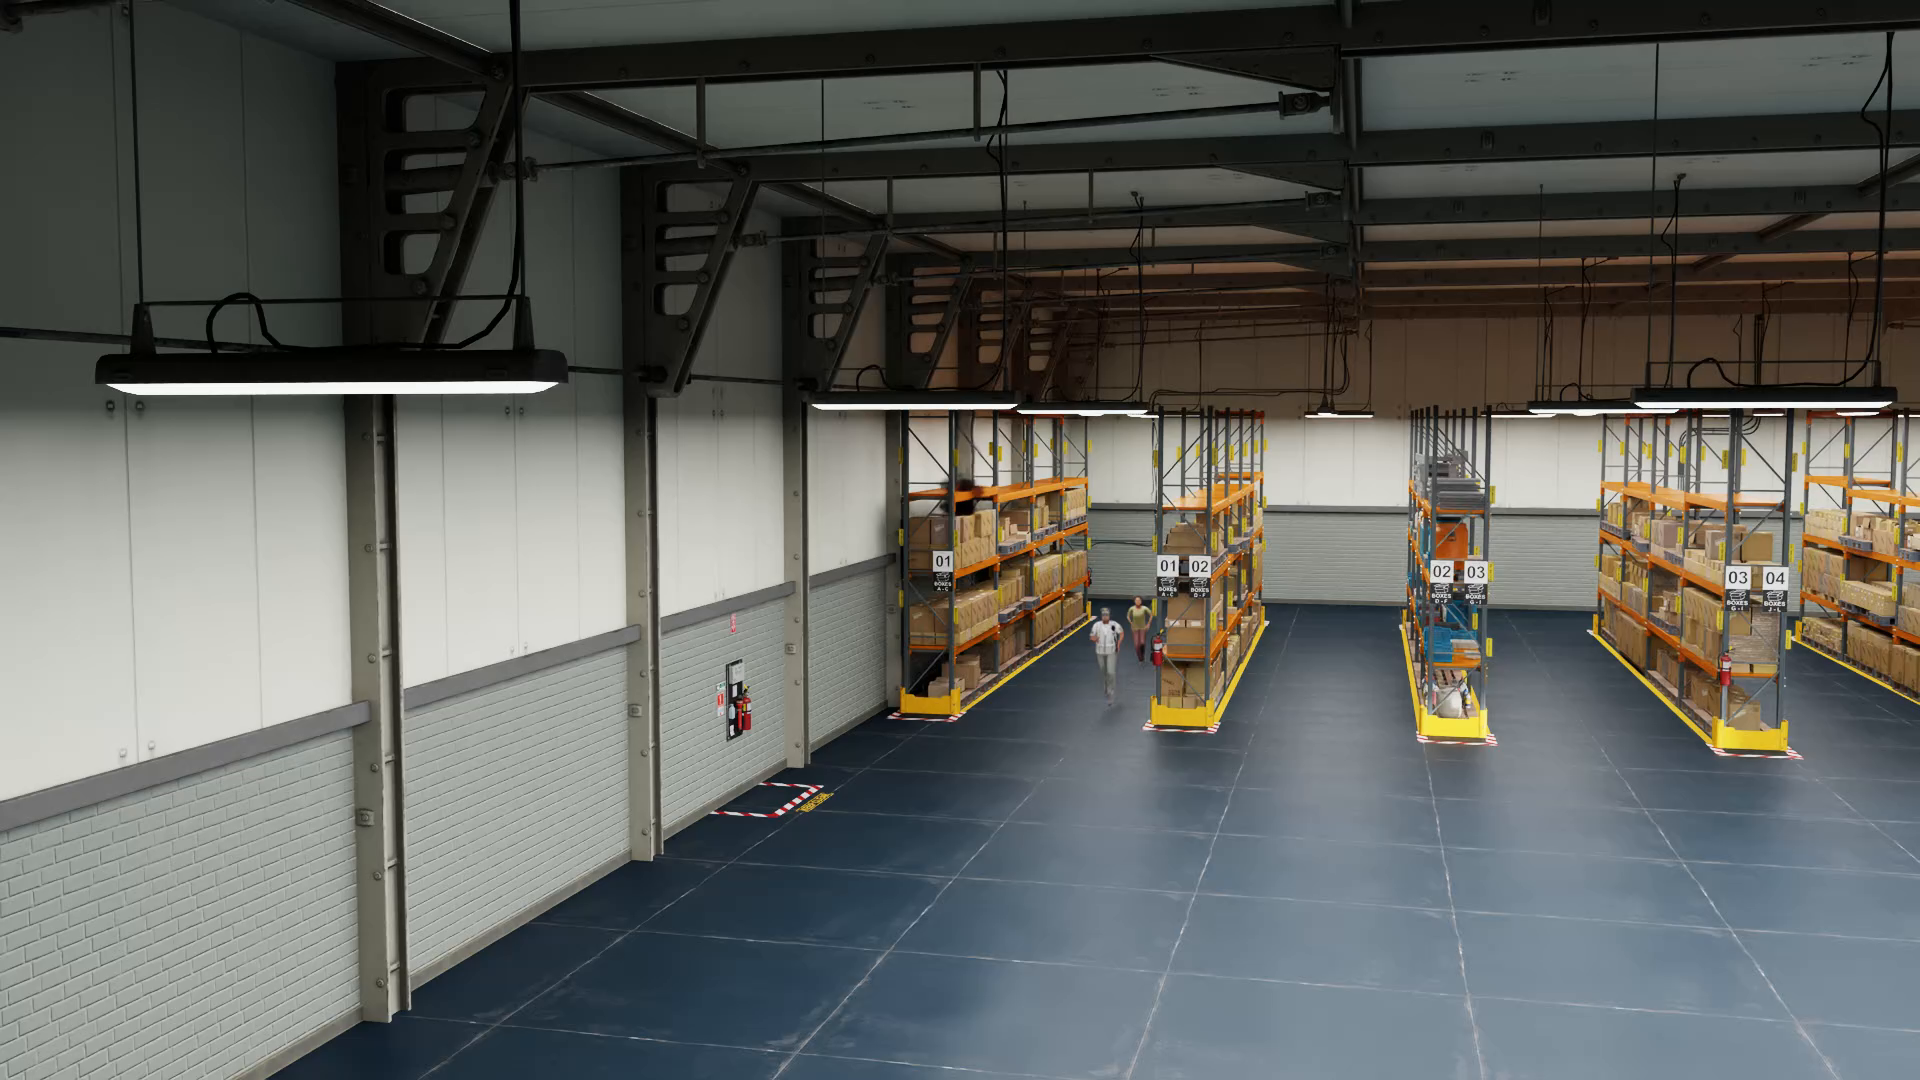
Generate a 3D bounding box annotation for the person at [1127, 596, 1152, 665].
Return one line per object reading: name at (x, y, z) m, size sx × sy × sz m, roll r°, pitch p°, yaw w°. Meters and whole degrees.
person at (4.188, 2.119, 38.977) m, size 0.588 × 1.624 × 0.523 m, roll 1°, pitch 4°, yaw 14°

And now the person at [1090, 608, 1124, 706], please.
person at (2.864, 2.268, 32.601) m, size 0.642 × 1.909 × 0.761 m, roll 1°, pitch 4°, yaw 15°
